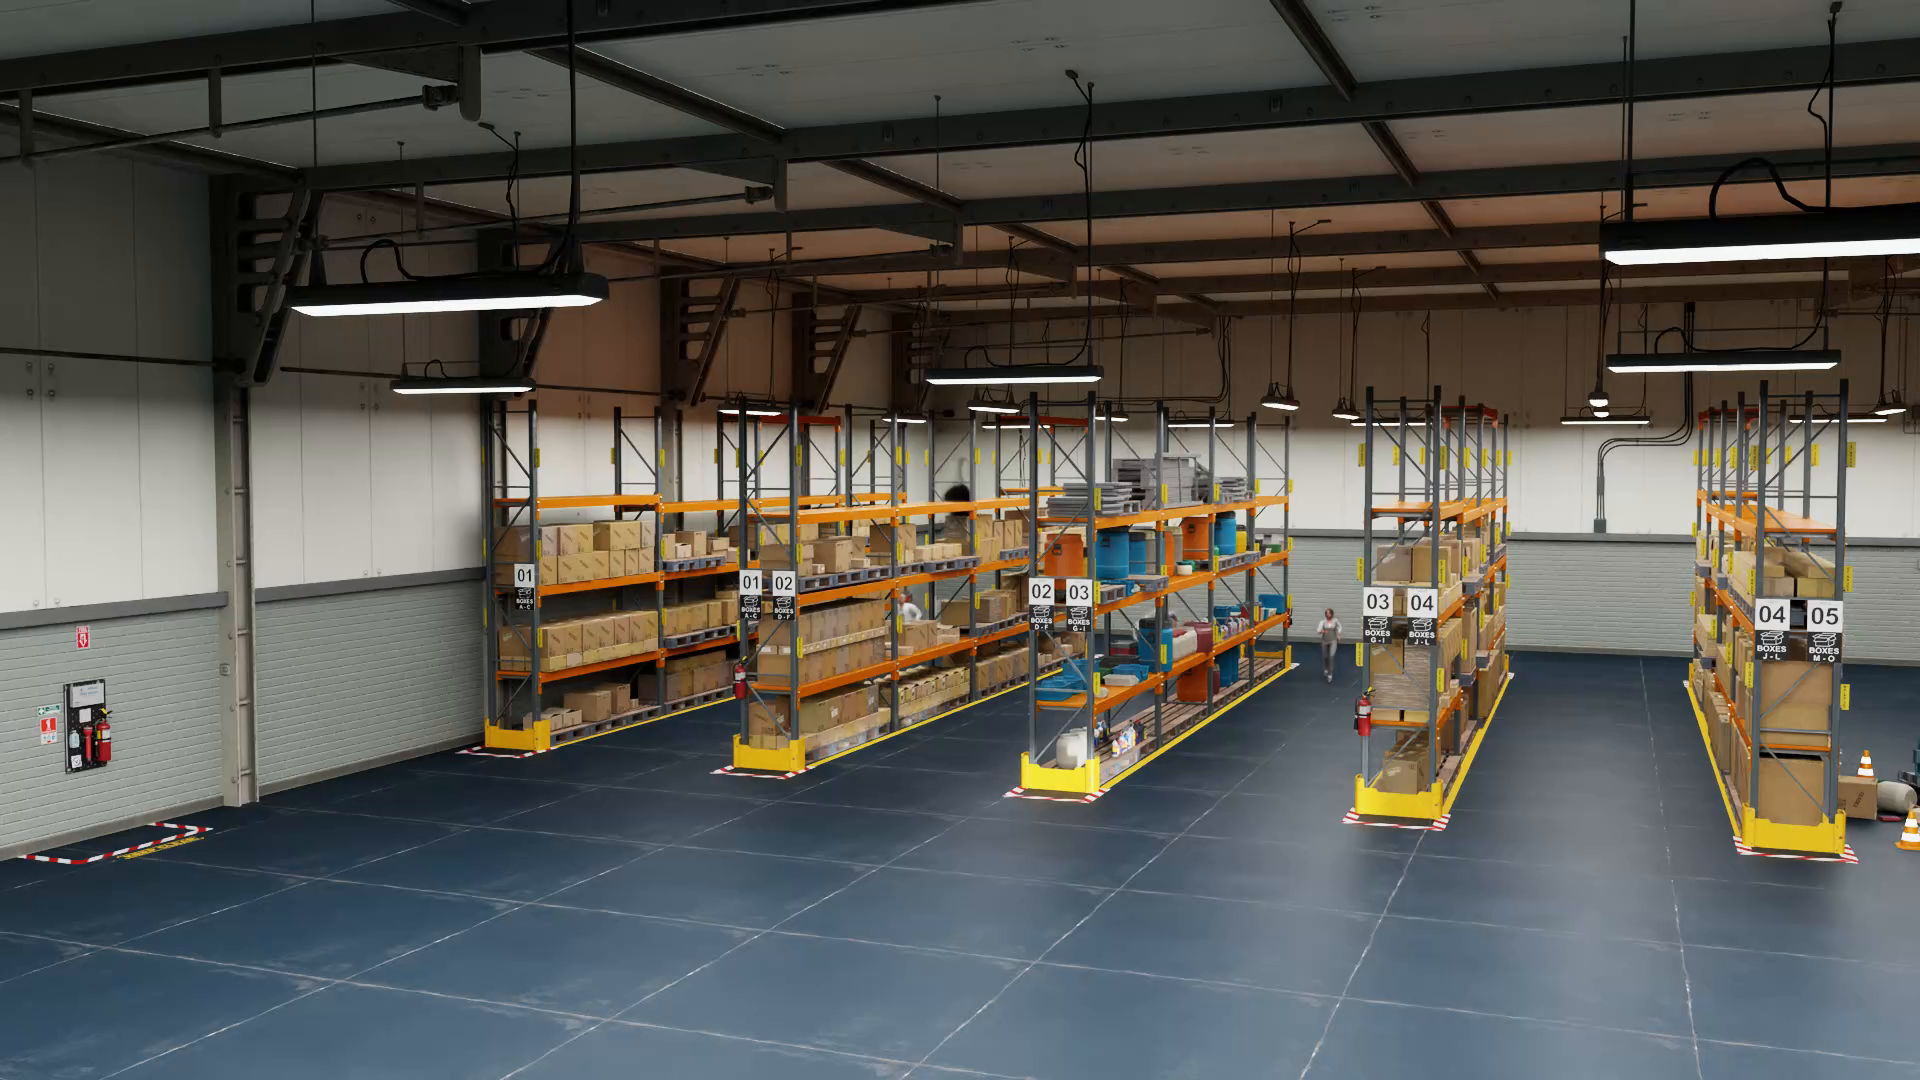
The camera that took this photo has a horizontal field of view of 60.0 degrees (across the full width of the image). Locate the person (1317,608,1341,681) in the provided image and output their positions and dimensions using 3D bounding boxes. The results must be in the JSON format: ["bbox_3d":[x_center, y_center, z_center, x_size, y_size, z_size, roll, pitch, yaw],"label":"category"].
[{"bbox_3d":[8.311,2.330,37.463,0.540,1.609,0.861,1,3,13],"label":"person"}]

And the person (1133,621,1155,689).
[{"bbox_3d":[3.925,2.460,35.335,0.707,1.537,1.105,2,4,39],"label":"person"}]

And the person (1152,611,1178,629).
[{"bbox_3d":[4.873,2.296,39.636,0.629,1.592,0.955,0,3,10],"label":"person"}]

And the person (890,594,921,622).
[{"bbox_3d":[-1.364,2.164,40.058,0.725,1.732,0.696,1,3,25],"label":"person"}]
